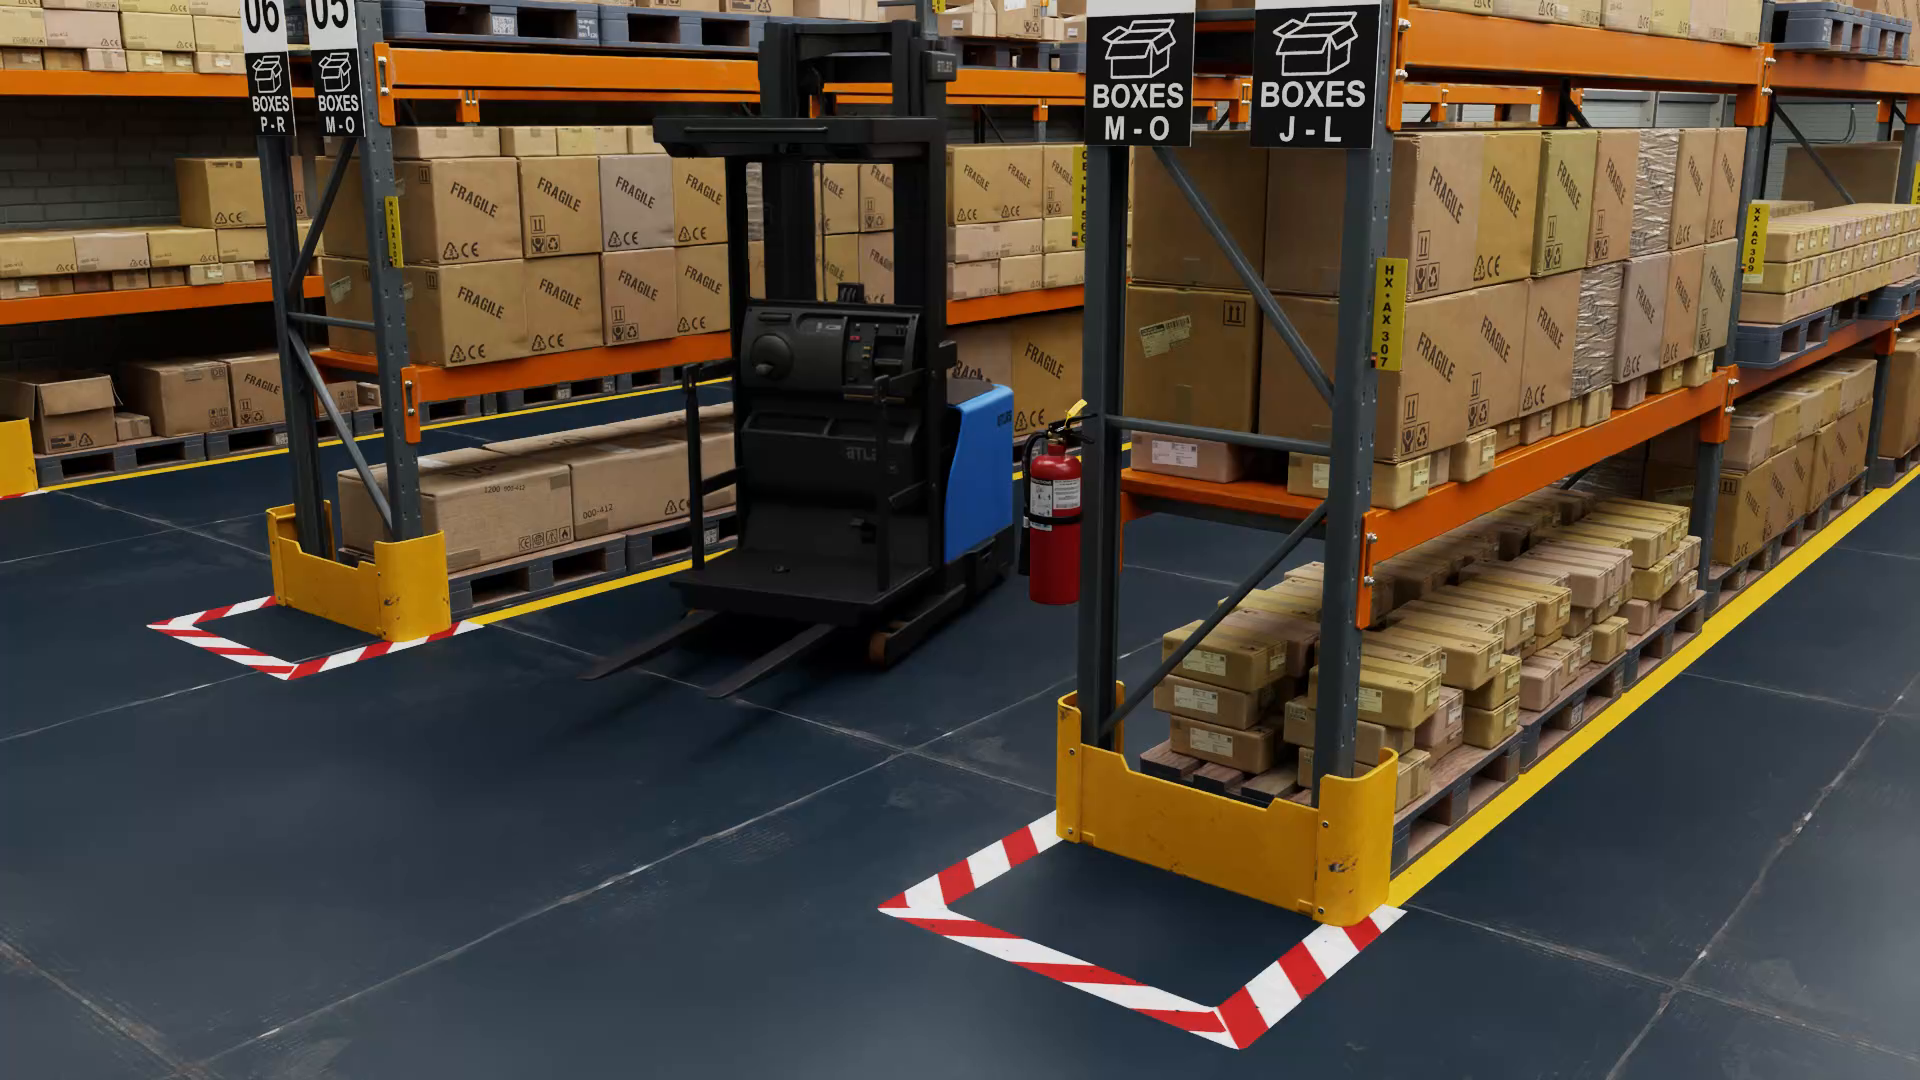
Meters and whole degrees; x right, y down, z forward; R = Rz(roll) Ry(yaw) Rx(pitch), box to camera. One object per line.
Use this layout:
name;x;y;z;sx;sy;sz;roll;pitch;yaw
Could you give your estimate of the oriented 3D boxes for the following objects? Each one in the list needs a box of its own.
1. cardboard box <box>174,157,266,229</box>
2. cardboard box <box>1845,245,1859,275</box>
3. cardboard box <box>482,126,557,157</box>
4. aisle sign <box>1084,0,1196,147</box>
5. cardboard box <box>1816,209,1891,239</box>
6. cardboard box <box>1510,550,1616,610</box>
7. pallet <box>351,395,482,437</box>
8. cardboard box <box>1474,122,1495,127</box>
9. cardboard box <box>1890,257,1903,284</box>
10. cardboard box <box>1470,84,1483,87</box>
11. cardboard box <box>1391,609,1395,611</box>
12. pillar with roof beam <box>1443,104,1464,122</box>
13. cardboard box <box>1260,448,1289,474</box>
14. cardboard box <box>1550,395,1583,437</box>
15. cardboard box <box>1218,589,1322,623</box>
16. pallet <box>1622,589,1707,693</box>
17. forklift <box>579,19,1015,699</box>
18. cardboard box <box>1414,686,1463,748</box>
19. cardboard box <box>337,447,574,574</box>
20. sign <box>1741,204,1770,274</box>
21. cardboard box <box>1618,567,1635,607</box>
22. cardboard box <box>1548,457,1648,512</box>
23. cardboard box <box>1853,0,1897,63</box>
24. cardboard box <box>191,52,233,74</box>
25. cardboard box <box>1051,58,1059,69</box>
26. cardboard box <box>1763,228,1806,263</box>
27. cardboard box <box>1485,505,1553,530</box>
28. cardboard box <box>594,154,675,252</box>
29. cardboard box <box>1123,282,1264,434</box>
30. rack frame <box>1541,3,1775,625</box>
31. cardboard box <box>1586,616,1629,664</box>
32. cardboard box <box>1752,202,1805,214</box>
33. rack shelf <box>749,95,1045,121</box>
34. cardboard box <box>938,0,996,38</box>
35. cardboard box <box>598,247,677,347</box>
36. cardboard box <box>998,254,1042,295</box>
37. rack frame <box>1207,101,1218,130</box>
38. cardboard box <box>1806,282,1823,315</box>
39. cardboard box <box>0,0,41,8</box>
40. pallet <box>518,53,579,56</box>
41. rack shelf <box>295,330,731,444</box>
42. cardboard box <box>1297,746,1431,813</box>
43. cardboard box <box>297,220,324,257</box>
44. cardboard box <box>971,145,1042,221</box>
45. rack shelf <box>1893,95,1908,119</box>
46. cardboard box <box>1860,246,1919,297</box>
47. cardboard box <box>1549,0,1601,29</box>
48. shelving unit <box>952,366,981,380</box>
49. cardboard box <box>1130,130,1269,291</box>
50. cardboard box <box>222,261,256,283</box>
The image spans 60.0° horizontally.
cardboard box;-5.507;-2.607;12.472;0.500;0.500;0.500;12;18;39
cardboard box;4.773;-1.574;9.280;0.380;0.149;0.250;11;18;37
cardboard box;-2.281;-2.038;8.503;0.380;0.149;0.250;12;19;39
aisle sign;0.553;-1.618;5.121;0.394;0.787;0.004;11;18;38
cardboard box;5.264;-1.868;9.834;0.380;0.149;0.250;11;18;38
cardboard box;2.563;0.168;7.100;0.380;0.149;0.250;10;18;36
pallet;-4.863;-1.123;14.115;1.003;0.211;1.213;11;18;38
cardboard box;5.244;-4.193;17.698;0.700;0.500;0.500;11;18;38
cardboard box;5.589;-1.677;10.291;0.380;0.149;0.250;12;18;38
cardboard box;5.314;-4.872;17.628;0.380;0.149;0.250;12;19;39
cardboard box;1.758;0.316;7.121;0.380;0.149;0.250;12;19;40
pillar with roof beam;12.864;-9.450;29.044;9.100;9.000;0.400;11;18;38
cardboard box;1.003;-0.352;5.927;0.380;0.149;0.250;11;18;37
cardboard box;2.232;-0.522;6.596;0.380;0.149;0.250;12;19;40
cardboard box;1.235;0.315;6.520;0.380;0.149;0.250;11;18;36
pallet;2.952;0.394;8.144;1.003;0.211;1.213;11;18;38
forklift;-0.715;-0.943;7.882;1.130;2.935;3.031;6;15;21
cardboard box;1.577;0.604;5.987;0.380;0.149;0.250;11;18;37
cardboard box;-2.744;-0.176;9.075;0.875;0.438;0.875;11;18;36
sign;3.773;-1.429;7.897;0.100;0.325;0.005;11;18;38
cardboard box;2.847;0.192;7.607;0.380;0.149;0.250;11;18;38
cardboard box;3.616;-0.265;9.296;0.500;0.500;0.500;11;18;36
cardboard box;5.078;-3.019;9.618;0.500;0.500;0.500;11;18;38
cardboard box;-5.524;-3.476;12.130;0.380;0.149;0.250;11;18;38
cardboard box;1.116;-5.761;20.071;0.380;0.149;0.250;12;18;39
cardboard box;3.952;-1.466;8.251;0.380;0.149;0.250;12;19;40
cardboard box;2.629;-0.068;8.029;0.380;0.149;0.250;11;18;37
cardboard box;-1.921;-1.853;9.092;0.500;0.500;0.500;11;18;37
cardboard box;0.915;-0.644;5.760;0.500;0.500;0.500;12;18;39
rack frame;3.346;-1.092;8.329;1.000;3.000;0.127;11;18;38
cardboard box;2.714;0.412;7.345;0.380;0.149;0.250;11;18;37
cardboard box;5.252;-2.118;10.816;0.380;0.149;0.250;11;18;36
rack shelf;-0.659;-4.860;18.531;1.077;0.370;4.000;11;18;38
cardboard box;0.019;-3.472;11.027;0.396;0.266;0.258;11;18;37
cardboard box;-1.926;-1.364;9.198;0.500;0.500;0.500;11;18;37
cardboard box;0.239;-1.909;11.848;0.500;0.250;0.500;11;18;36
rack frame;3.112;-4.904;23.335;1.000;3.000;0.127;11;18;38
cardboard box;4.282;-1.279;8.723;0.380;0.149;0.250;11;18;38
cardboard box;-6.470;-3.654;11.006;0.500;0.250;0.500;11;18;37
pallet;-3.966;-4.083;14.391;1.213;0.211;1.003;11;18;38
rack shelf;-1.824;-1.107;9.849;1.077;0.370;4.000;11;18;38
cardboard box;1.411;0.802;5.813;0.380;0.149;0.250;12;18;39
cardboard box;-5.188;-2.350;12.984;0.500;0.250;0.500;11;18;37
cardboard box;0.231;-2.513;11.689;0.500;0.500;0.500;11;18;37
rack shelf;9.631;-4.112;15.587;1.077;0.370;4.000;11;18;38
cardboard box;6.353;-1.951;11.506;0.500;0.500;0.500;12;18;38
cardboard box;1.961;-1.954;5.936;0.500;0.250;0.500;11;18;36
shelving unit;-0.034;-0.499;9.953;0.215;1.050;0.252;11;18;38
cardboard box;0.927;-1.129;5.638;0.500;0.500;0.500;11;18;36
cardboard box;-5.526;-2.031;12.537;0.380;0.149;0.250;12;18;39
